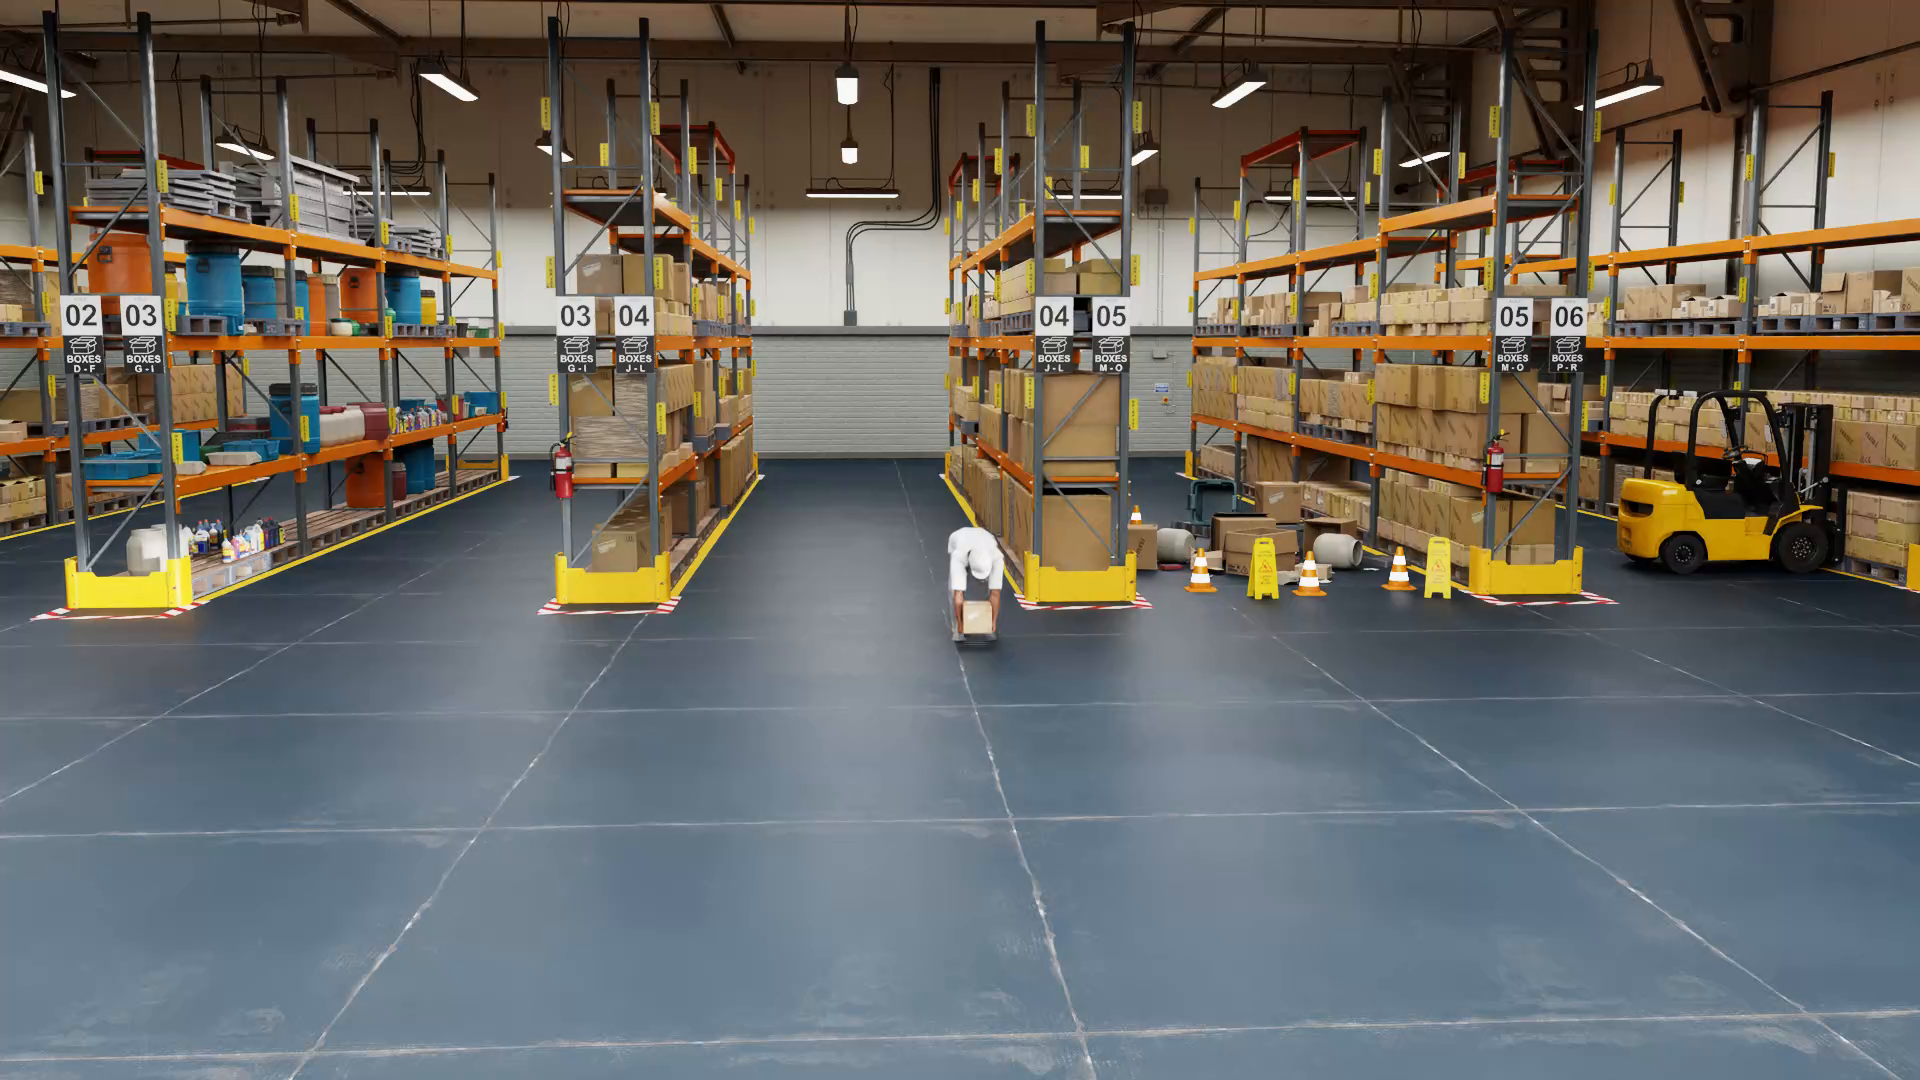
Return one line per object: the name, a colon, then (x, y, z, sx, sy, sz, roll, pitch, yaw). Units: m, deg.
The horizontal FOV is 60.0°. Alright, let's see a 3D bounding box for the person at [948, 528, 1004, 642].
person: (0.147, 0.429, 15.079, 0.488, 1.042, 0.980, -1, 7, -6)
